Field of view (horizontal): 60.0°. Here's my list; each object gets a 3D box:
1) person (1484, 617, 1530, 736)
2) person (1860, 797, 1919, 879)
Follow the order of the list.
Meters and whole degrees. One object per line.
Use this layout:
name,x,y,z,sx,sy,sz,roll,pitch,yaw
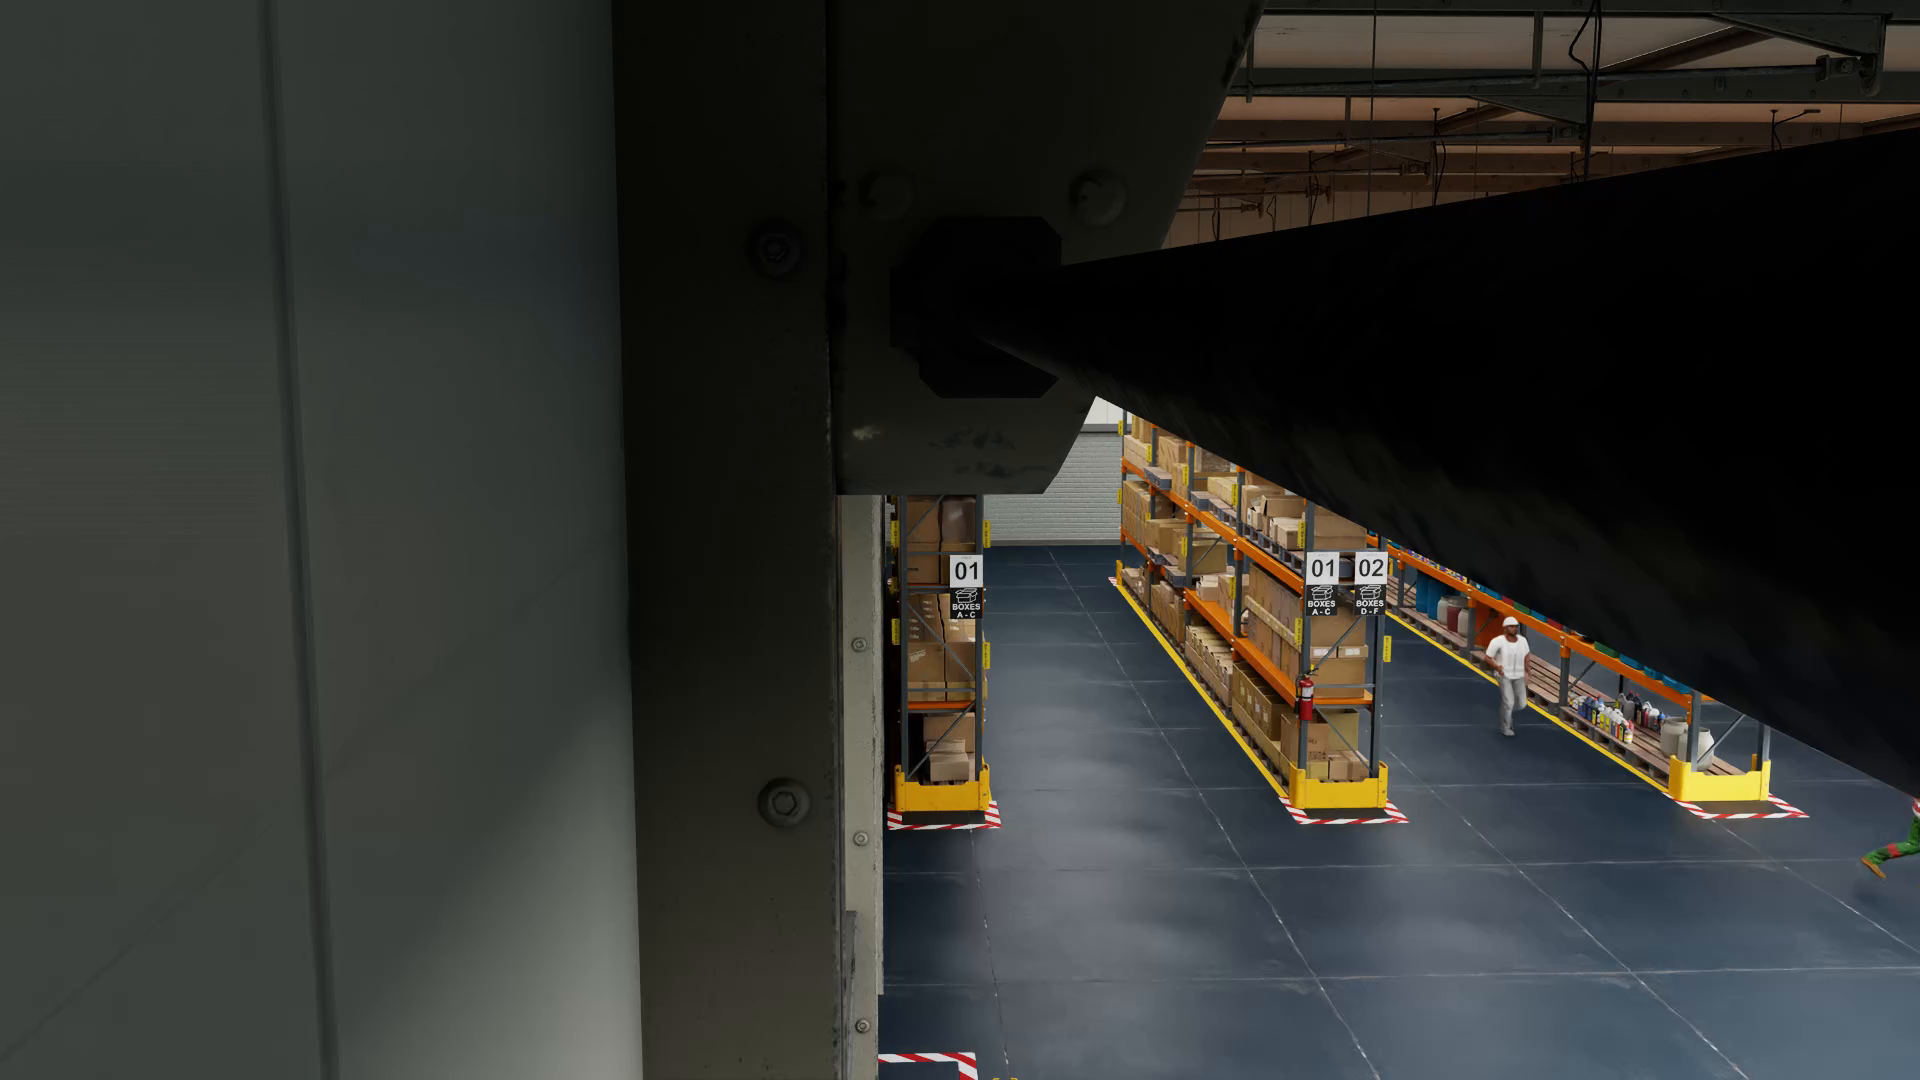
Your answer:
person,7.922,1.957,23.978,0.696,1.718,0.605,-1,8,-8
person,10.137,2.901,17.422,1.172,1.790,0.623,3,9,18
